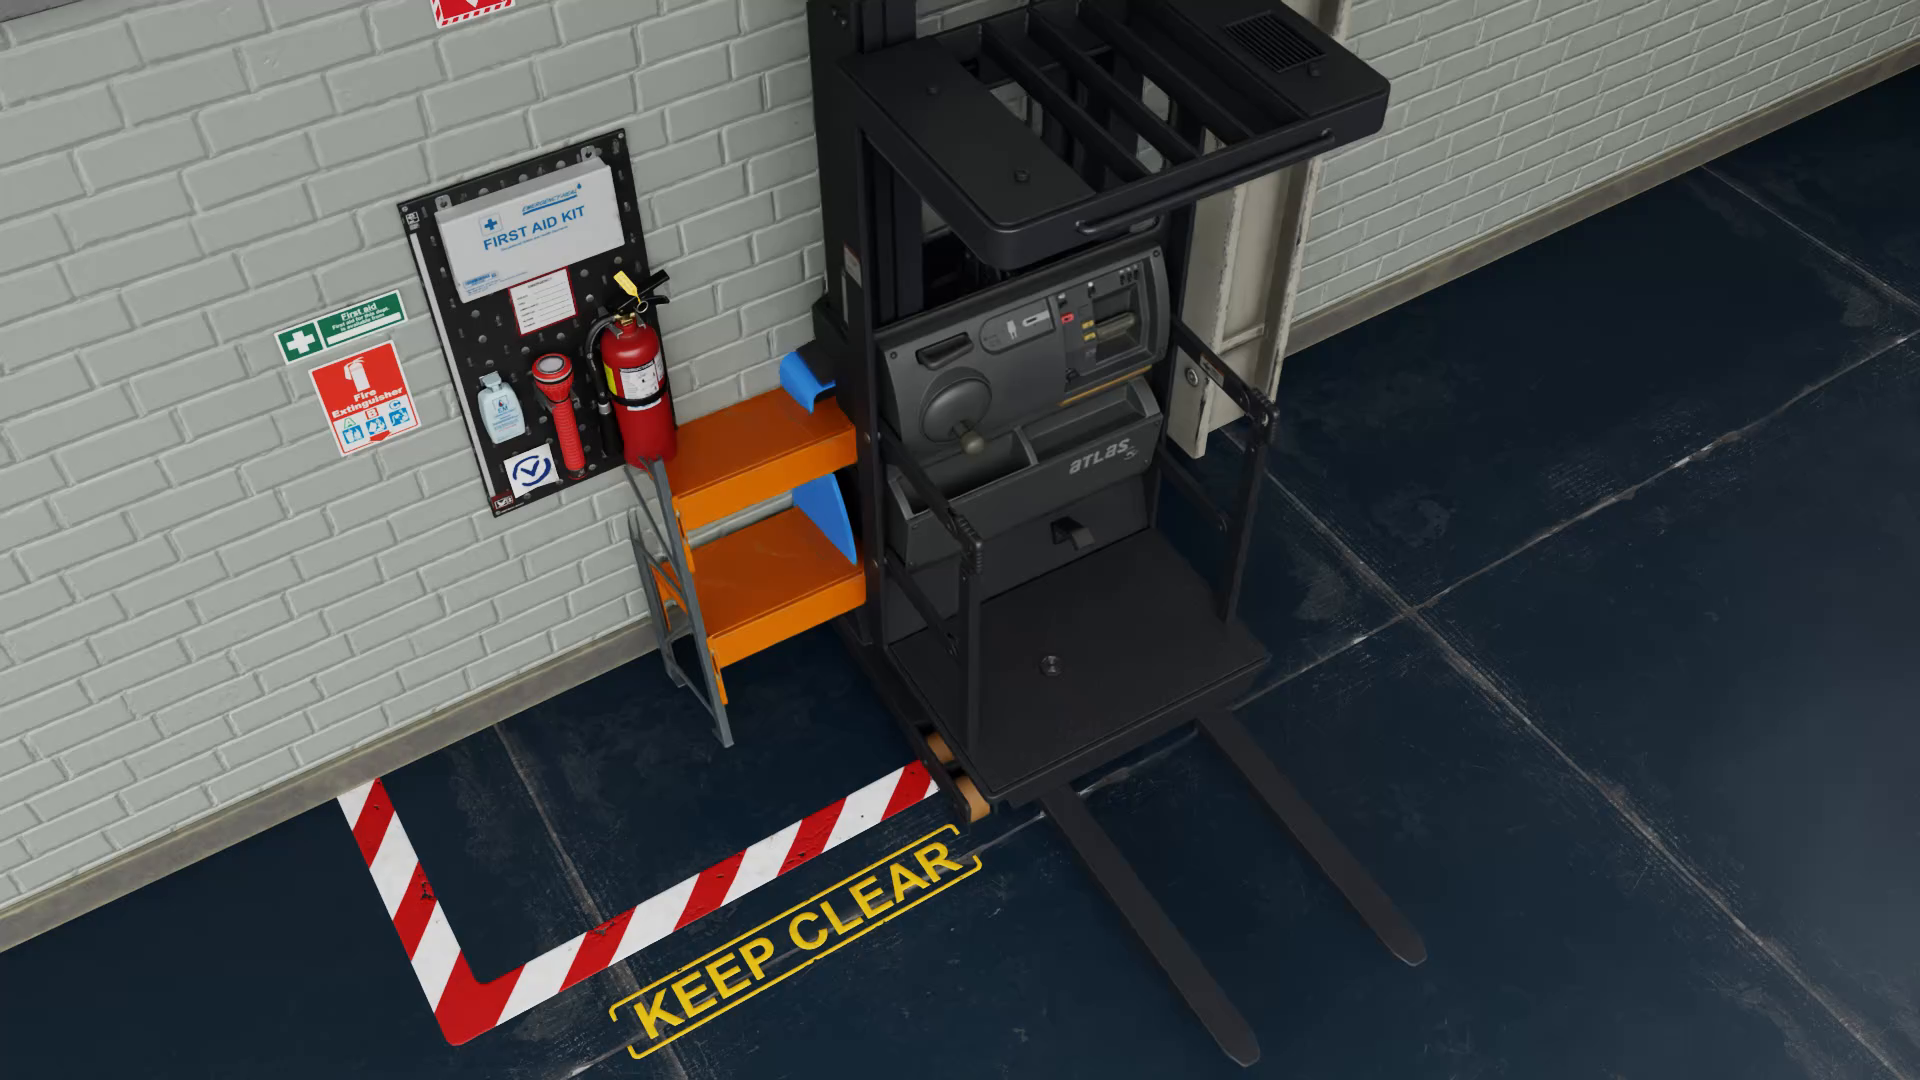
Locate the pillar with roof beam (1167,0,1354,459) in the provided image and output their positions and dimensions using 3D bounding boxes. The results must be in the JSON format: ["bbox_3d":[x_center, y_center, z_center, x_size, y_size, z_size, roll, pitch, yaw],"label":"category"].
[{"bbox_3d":[3.302,-0.766,0.906,0.400,9.000,9.100,-25,53,-21],"label":"pillar with roof beam"}]

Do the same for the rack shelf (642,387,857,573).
[{"bbox_3d":[-0.551,-0.315,5.373,1.000,0.278,0.538,-24,39,-22],"label":"rack shelf"}]

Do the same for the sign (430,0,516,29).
[{"bbox_3d":[-1.165,-1.360,3.900,0.199,0.298,0.001,-25,53,-21],"label":"sign"}]

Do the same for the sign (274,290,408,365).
[{"bbox_3d":[-1.619,-0.558,4.360,0.331,0.109,0.001,-25,53,-21],"label":"sign"}]

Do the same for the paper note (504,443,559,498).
[{"bbox_3d":[-1.292,-0.209,5.018,0.142,0.148,0.016,-25,53,-21],"label":"paper note"}]

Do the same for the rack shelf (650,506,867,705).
[{"bbox_3d":[-0.494,0.120,5.683,1.000,0.278,0.538,-24,39,-22],"label":"rack shelf"}]

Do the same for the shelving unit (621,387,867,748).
[{"bbox_3d":[-0.520,-0.078,5.542,1.048,1.125,0.538,-24,39,-22],"label":"shelving unit"}]

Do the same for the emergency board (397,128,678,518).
[{"bbox_3d":[-1.105,-0.529,4.713,0.643,1.169,0.194,-25,53,-21],"label":"emergency board"}]

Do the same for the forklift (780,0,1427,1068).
[{"bbox_3d":[0.318,-0.455,4.693,1.130,2.935,3.031,-24,52,-20],"label":"forklift"}]

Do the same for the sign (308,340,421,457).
[{"bbox_3d":[-1.628,-0.386,4.561,0.234,0.329,0.001,-25,53,-21],"label":"sign"}]

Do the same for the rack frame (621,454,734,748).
[{"bbox_3d":[-0.950,0.114,5.351,0.032,1.125,0.500,-24,39,-22],"label":"rack frame"}]
